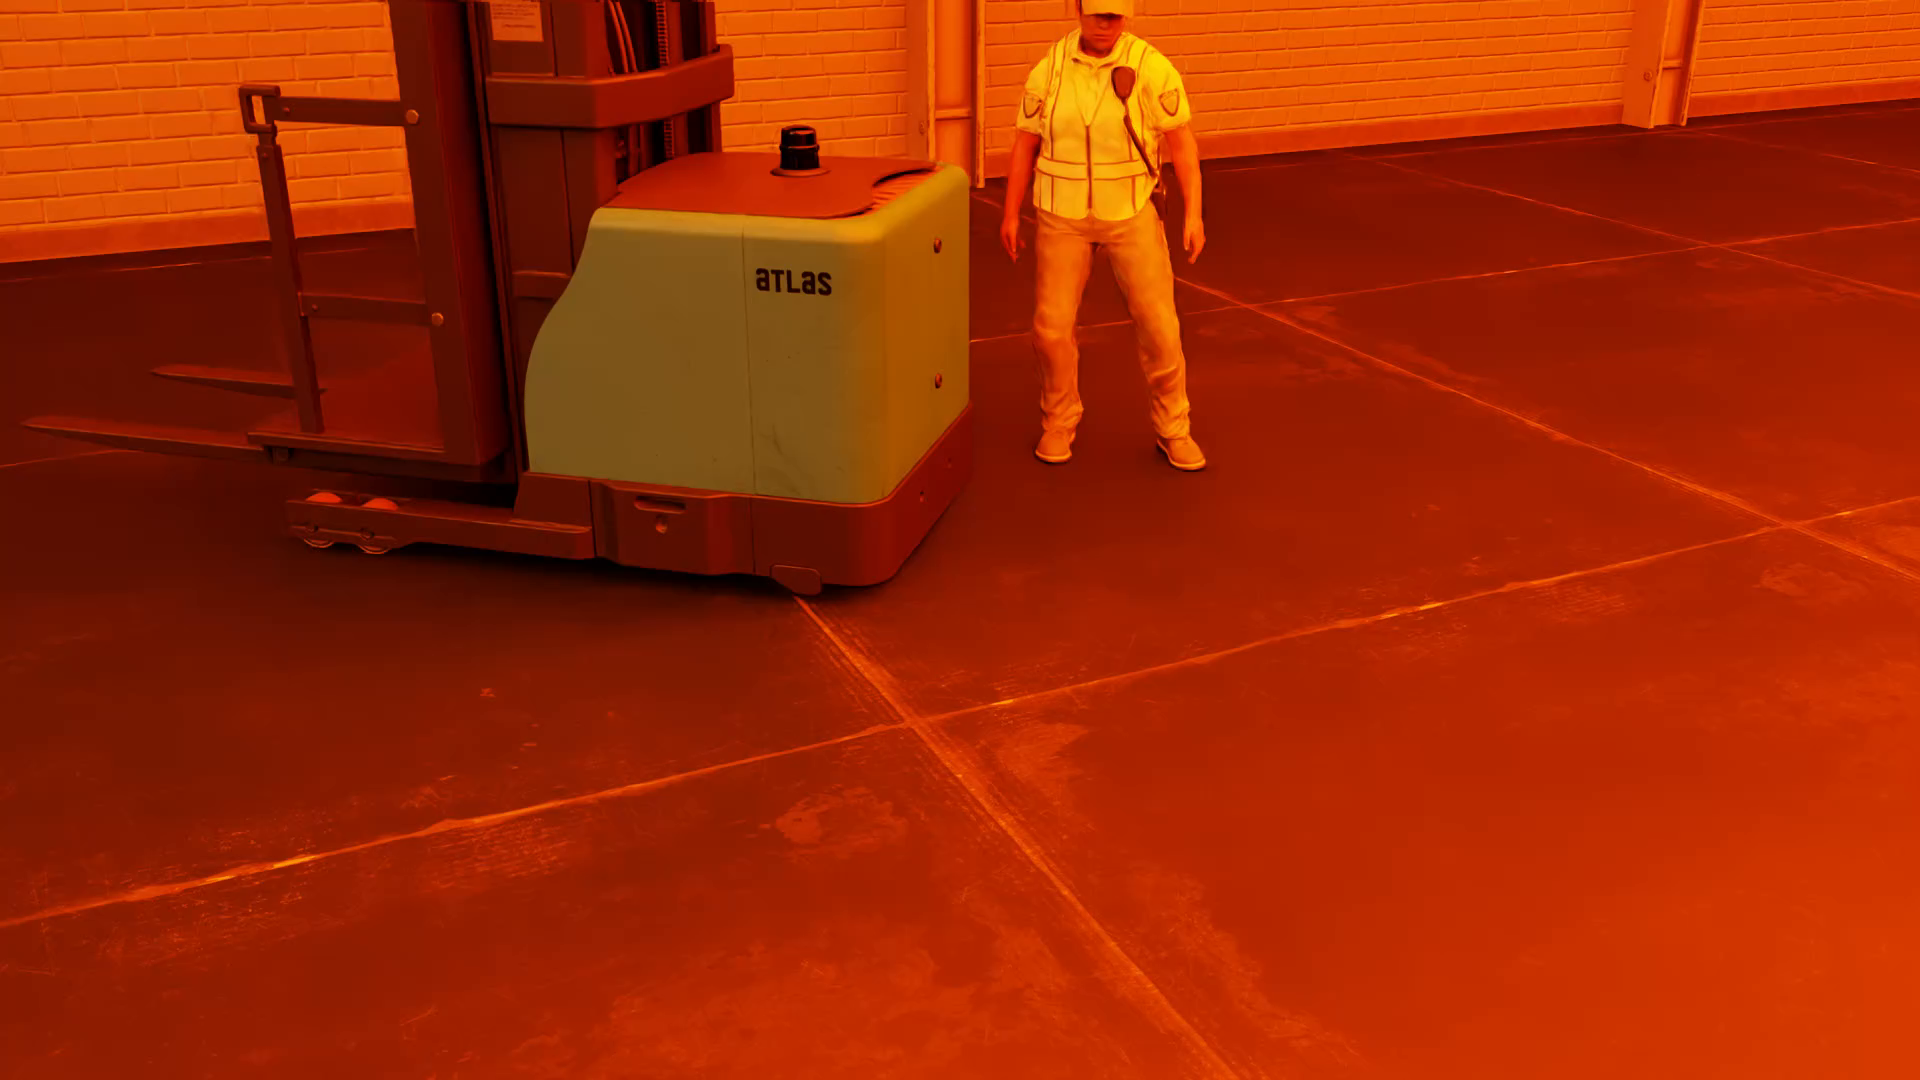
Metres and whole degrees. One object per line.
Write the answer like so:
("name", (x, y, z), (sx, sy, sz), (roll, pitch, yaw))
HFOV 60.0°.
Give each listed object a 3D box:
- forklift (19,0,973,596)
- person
("forklift", (-1.534, -1.497, 4.890), (3.031, 2.935, 1.130), (6, 23, 14))
("person", (0.494, -1.053, 5.508), (0.740, 1.643, 0.444), (5, 23, 13))
